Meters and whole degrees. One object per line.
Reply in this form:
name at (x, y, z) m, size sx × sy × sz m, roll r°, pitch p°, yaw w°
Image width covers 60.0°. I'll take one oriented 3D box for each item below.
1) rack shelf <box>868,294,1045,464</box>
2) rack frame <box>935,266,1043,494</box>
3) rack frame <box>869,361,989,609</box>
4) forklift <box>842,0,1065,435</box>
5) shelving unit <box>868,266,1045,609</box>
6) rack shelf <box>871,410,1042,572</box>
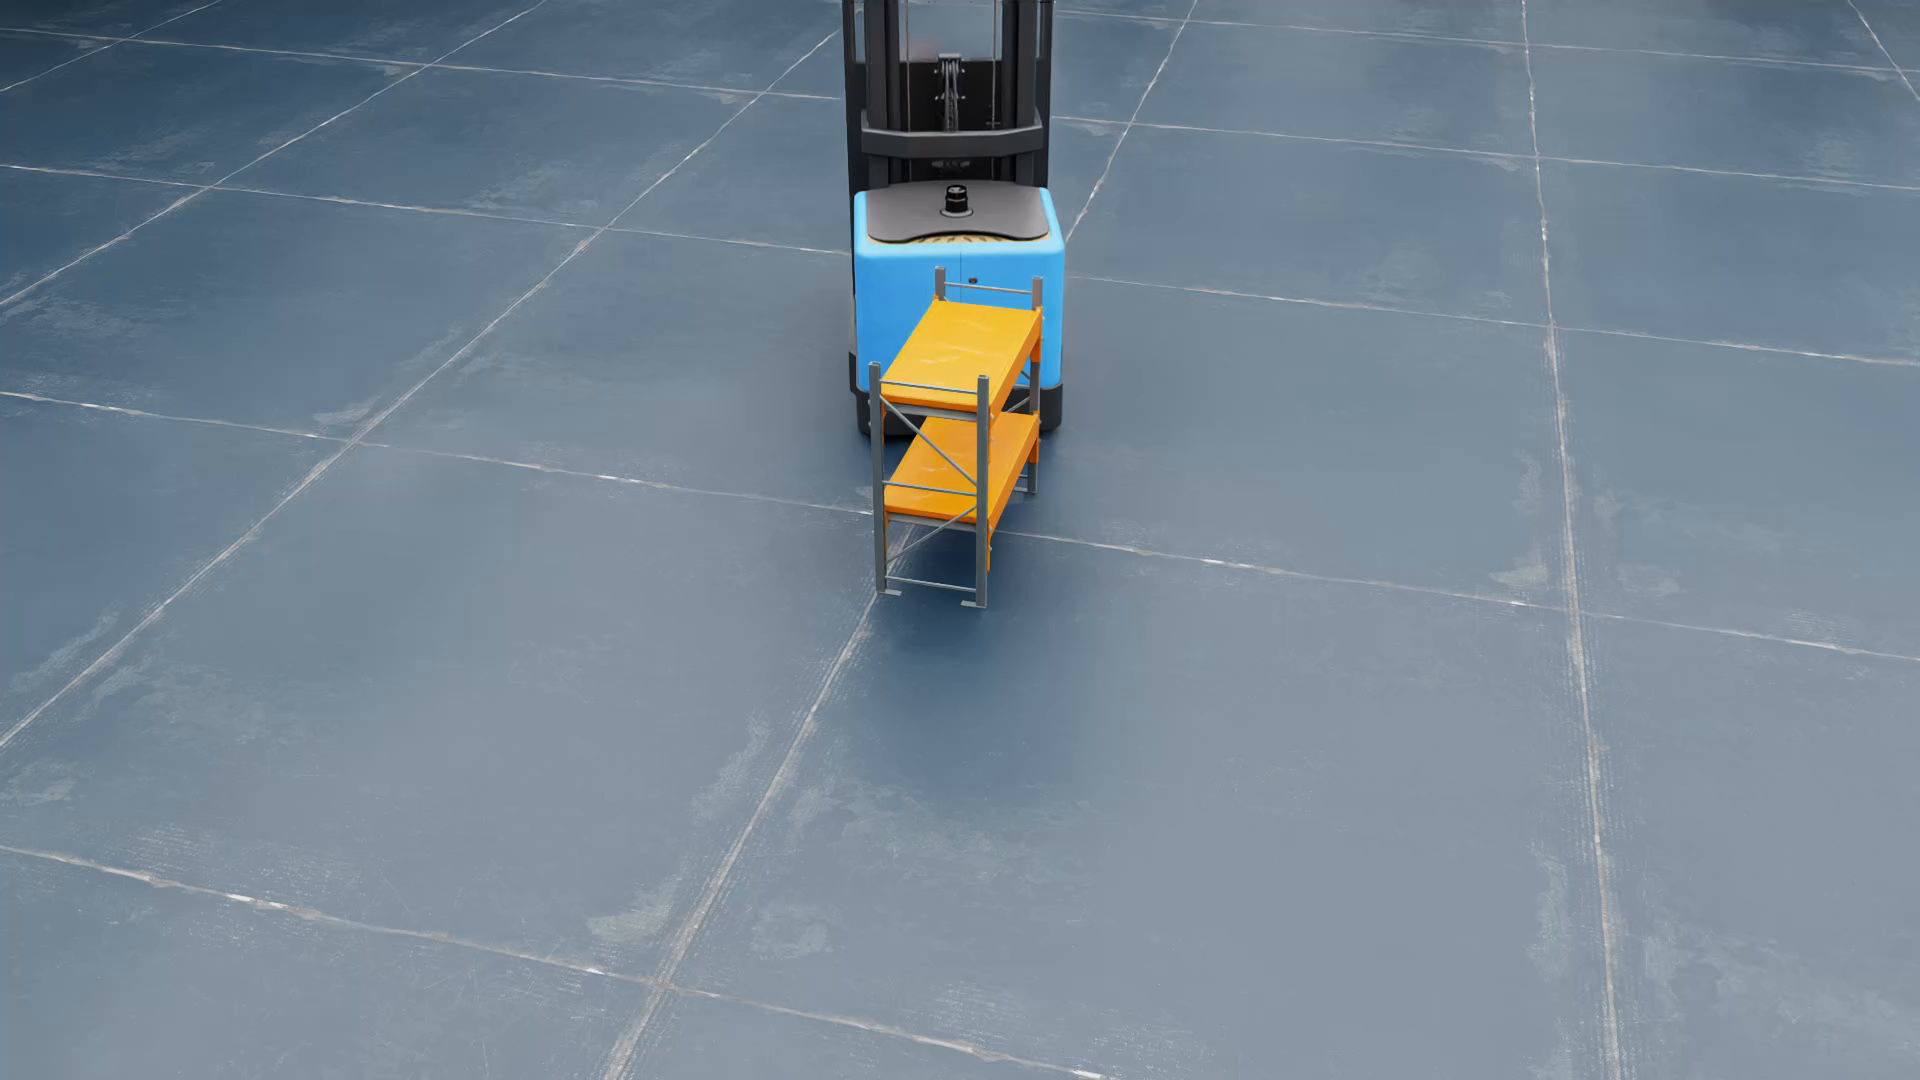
rack shelf at (0.002, -0.725, 7.297) m, size 0.538 × 0.278 × 1.000 m, roll 8°, pitch 33°, yaw 12°
rack frame at (0.131, -0.742, 7.869) m, size 0.500 × 1.125 × 0.032 m, roll 8°, pitch 33°, yaw 12°
rack frame at (-0.127, -0.214, 7.039) m, size 0.500 × 1.125 × 0.032 m, roll 8°, pitch 33°, yaw 12°
forklift at (-0.079, -2.531, 9.000) m, size 1.130 × 2.935 × 3.031 m, roll -2°, pitch 32°, yaw -3°
shelving unit at (0.002, -0.478, 7.454) m, size 0.538 × 1.125 × 1.048 m, roll 8°, pitch 33°, yaw 12°
rack shelf at (0.002, -0.272, 7.585) m, size 0.538 × 0.278 × 1.000 m, roll 8°, pitch 33°, yaw 12°
